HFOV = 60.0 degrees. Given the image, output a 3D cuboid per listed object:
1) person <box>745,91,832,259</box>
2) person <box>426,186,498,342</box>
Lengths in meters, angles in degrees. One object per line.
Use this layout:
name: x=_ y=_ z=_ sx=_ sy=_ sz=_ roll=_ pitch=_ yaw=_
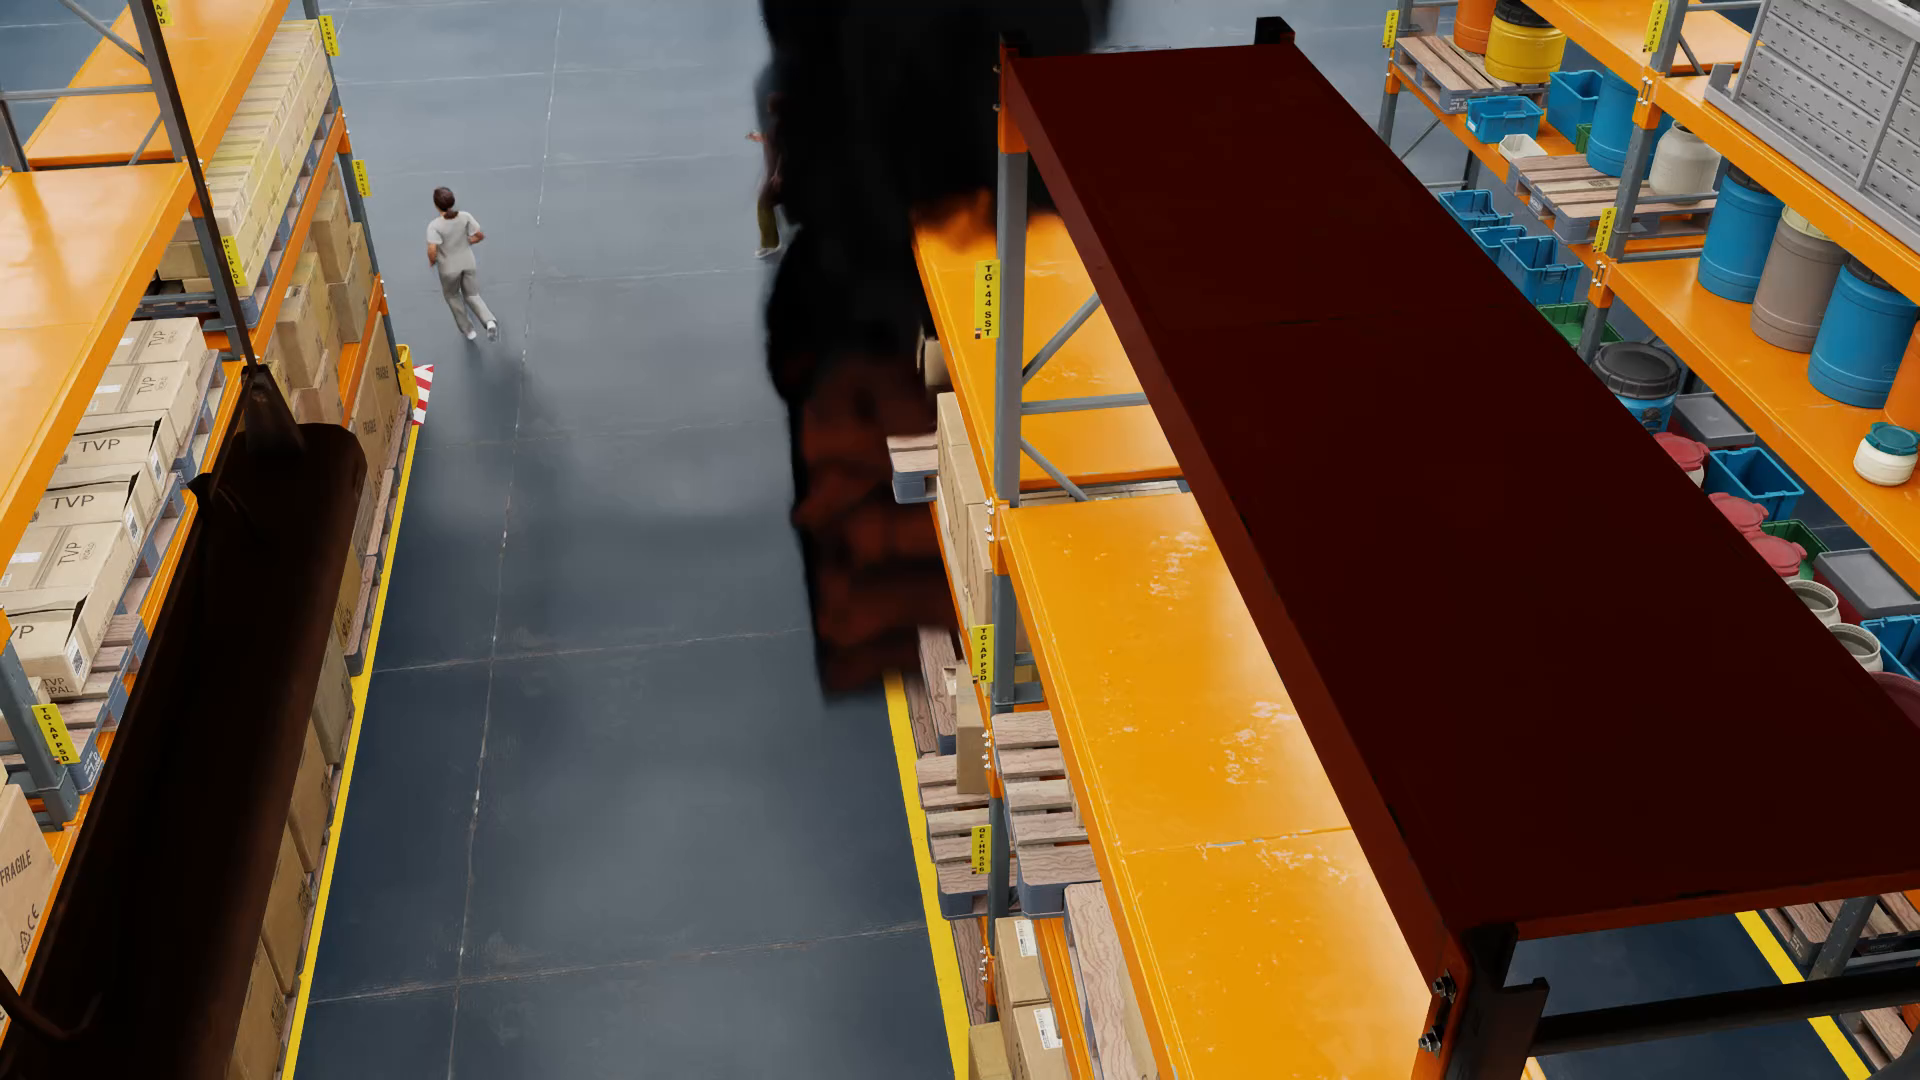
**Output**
person: x=-1.764 y=-3.580 z=16.982 sx=0.948 sy=1.645 sz=0.673 roll=18 pitch=40 yaw=23
person: x=-4.678 y=-2.521 z=15.515 sx=0.585 sy=1.652 sz=0.823 roll=-24 pitch=43 yaw=-29
